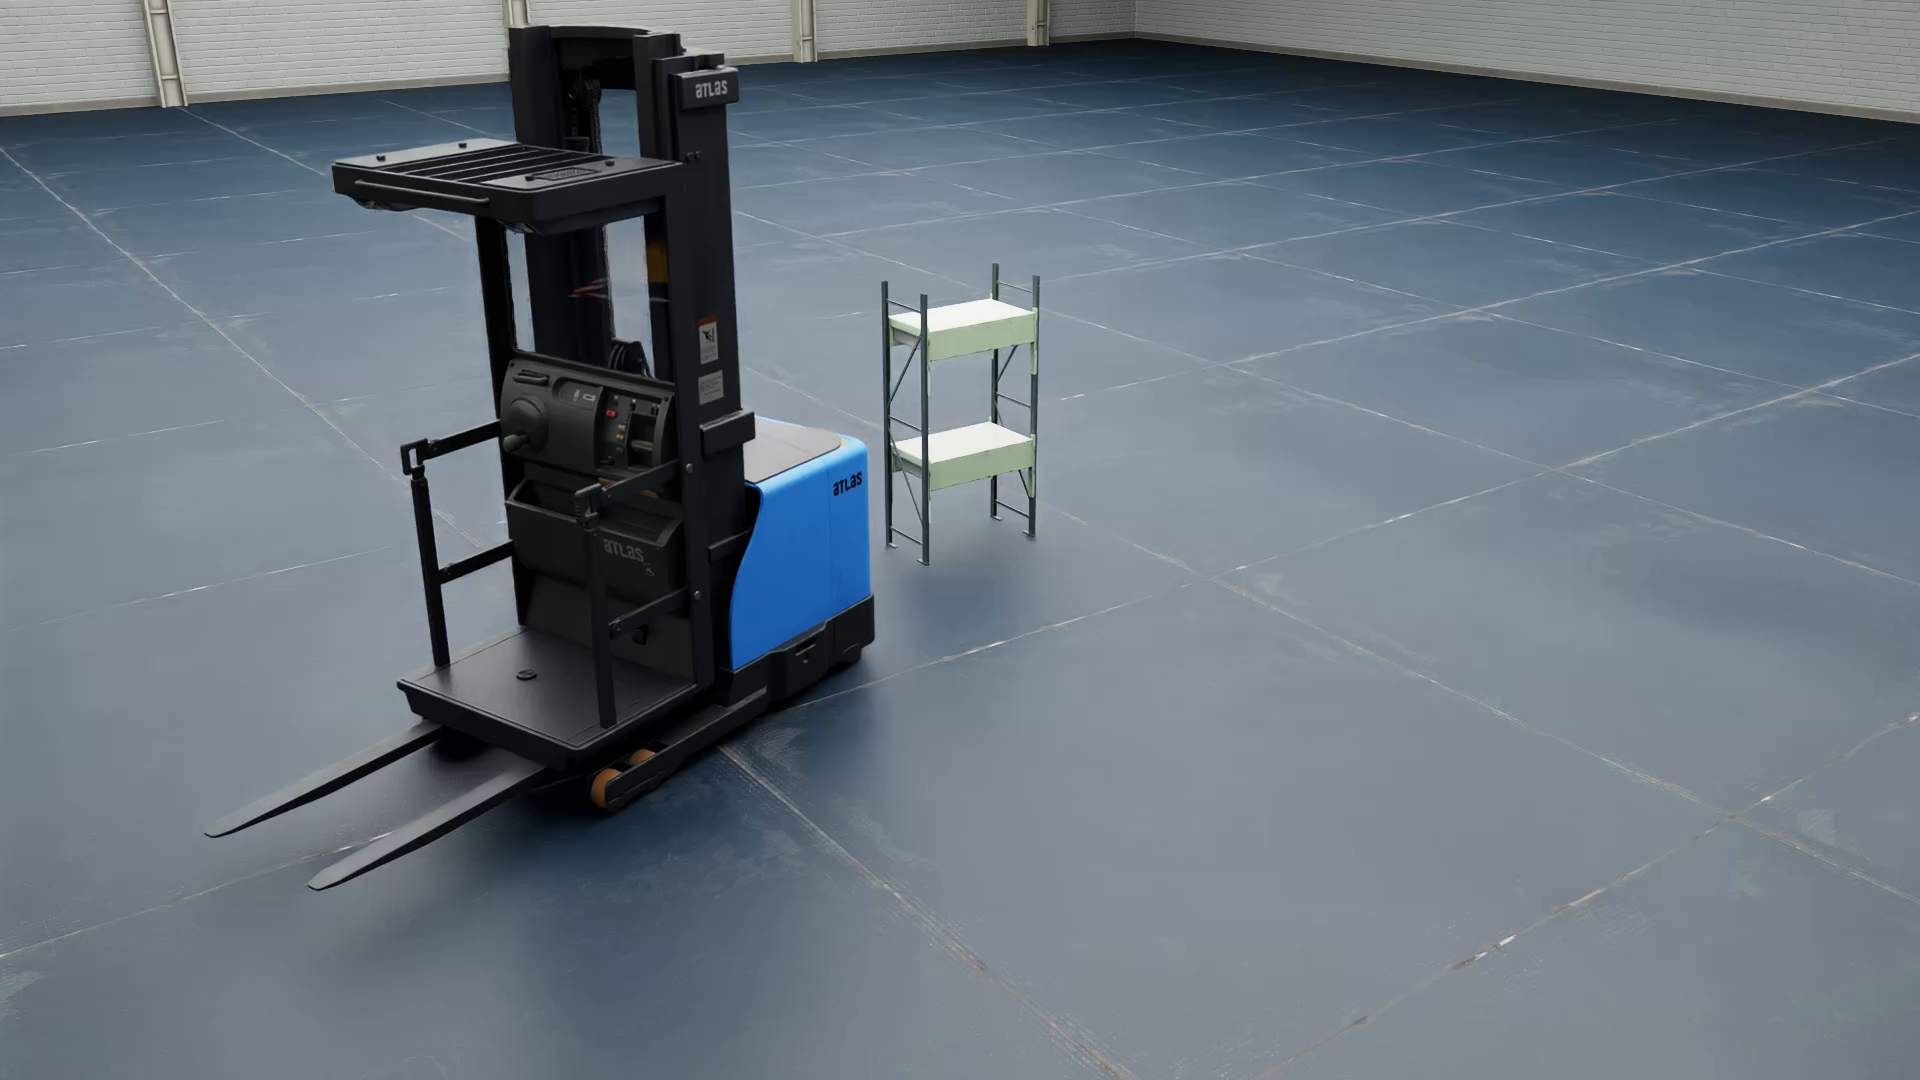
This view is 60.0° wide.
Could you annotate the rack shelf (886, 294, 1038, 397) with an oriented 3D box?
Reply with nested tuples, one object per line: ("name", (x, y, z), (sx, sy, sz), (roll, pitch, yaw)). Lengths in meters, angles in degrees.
("rack shelf", (0.005, -1.061, 8.977), (0.720, 0.370, 0.431), (-15, 26, -33))

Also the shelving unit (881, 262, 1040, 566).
("shelving unit", (0.005, -0.698, 9.122), (0.755, 1.500, 0.431), (-15, 26, -33))

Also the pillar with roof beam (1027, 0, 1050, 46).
("pillar with roof beam", (4.248, -13.892, 32.068), (0.400, 9.000, 9.100), (-15, 26, -33))

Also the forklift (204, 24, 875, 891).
("forklift", (-1.653, -0.476, 6.634), (1.130, 2.935, 3.031), (14, 26, 31))

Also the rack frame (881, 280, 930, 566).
("rack frame", (-0.292, -0.619, 8.923), (0.023, 1.500, 0.400), (-15, 26, -33))

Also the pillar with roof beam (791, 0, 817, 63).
("pillar with roof beam", (-0.623, -12.593, 28.813), (0.400, 9.000, 9.100), (-15, 26, -33))

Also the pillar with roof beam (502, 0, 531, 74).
("pillar with roof beam", (-5.493, -11.294, 25.559), (0.400, 9.000, 9.100), (-15, 26, -33))

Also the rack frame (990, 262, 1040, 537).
("rack frame", (0.303, -0.777, 9.321), (0.023, 1.500, 0.400), (-15, 26, -33))

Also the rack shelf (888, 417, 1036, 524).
("rack shelf", (0.005, -0.395, 9.243), (0.720, 0.370, 0.431), (-15, 26, -33))

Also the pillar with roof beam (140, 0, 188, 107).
("pillar with roof beam", (-10.364, -9.996, 22.304), (0.400, 9.000, 9.100), (-15, 26, -33))
